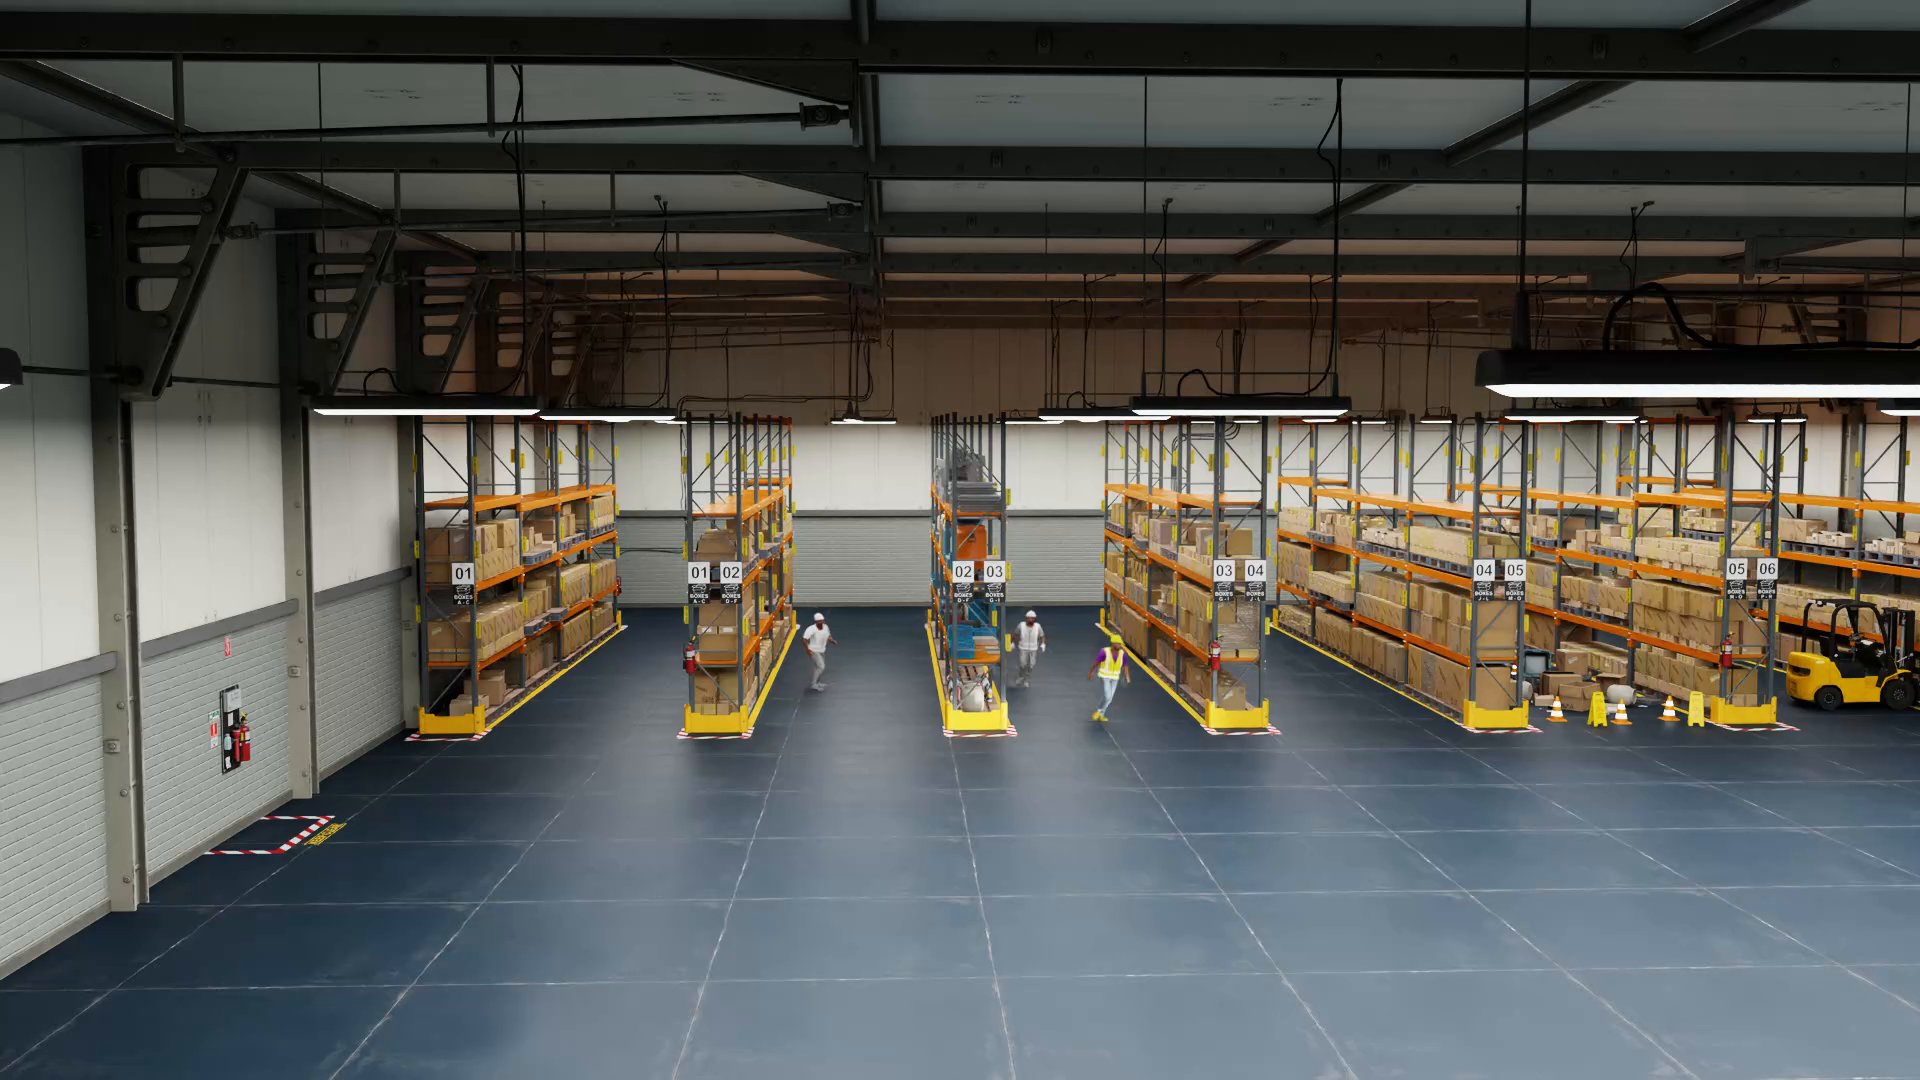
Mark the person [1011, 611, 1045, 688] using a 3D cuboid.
[{"bbox_3d":[1.496,2.386,36.167,0.698,1.713,0.794,-1,4,-9],"label":"person"}]

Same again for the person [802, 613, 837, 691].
[{"bbox_3d":[-3.054,2.428,36.269,0.788,1.692,0.712,2,5,32],"label":"person"}]

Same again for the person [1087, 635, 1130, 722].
[{"bbox_3d":[2.904,2.672,32.177,0.675,1.707,0.687,-2,4,-25],"label":"person"}]
